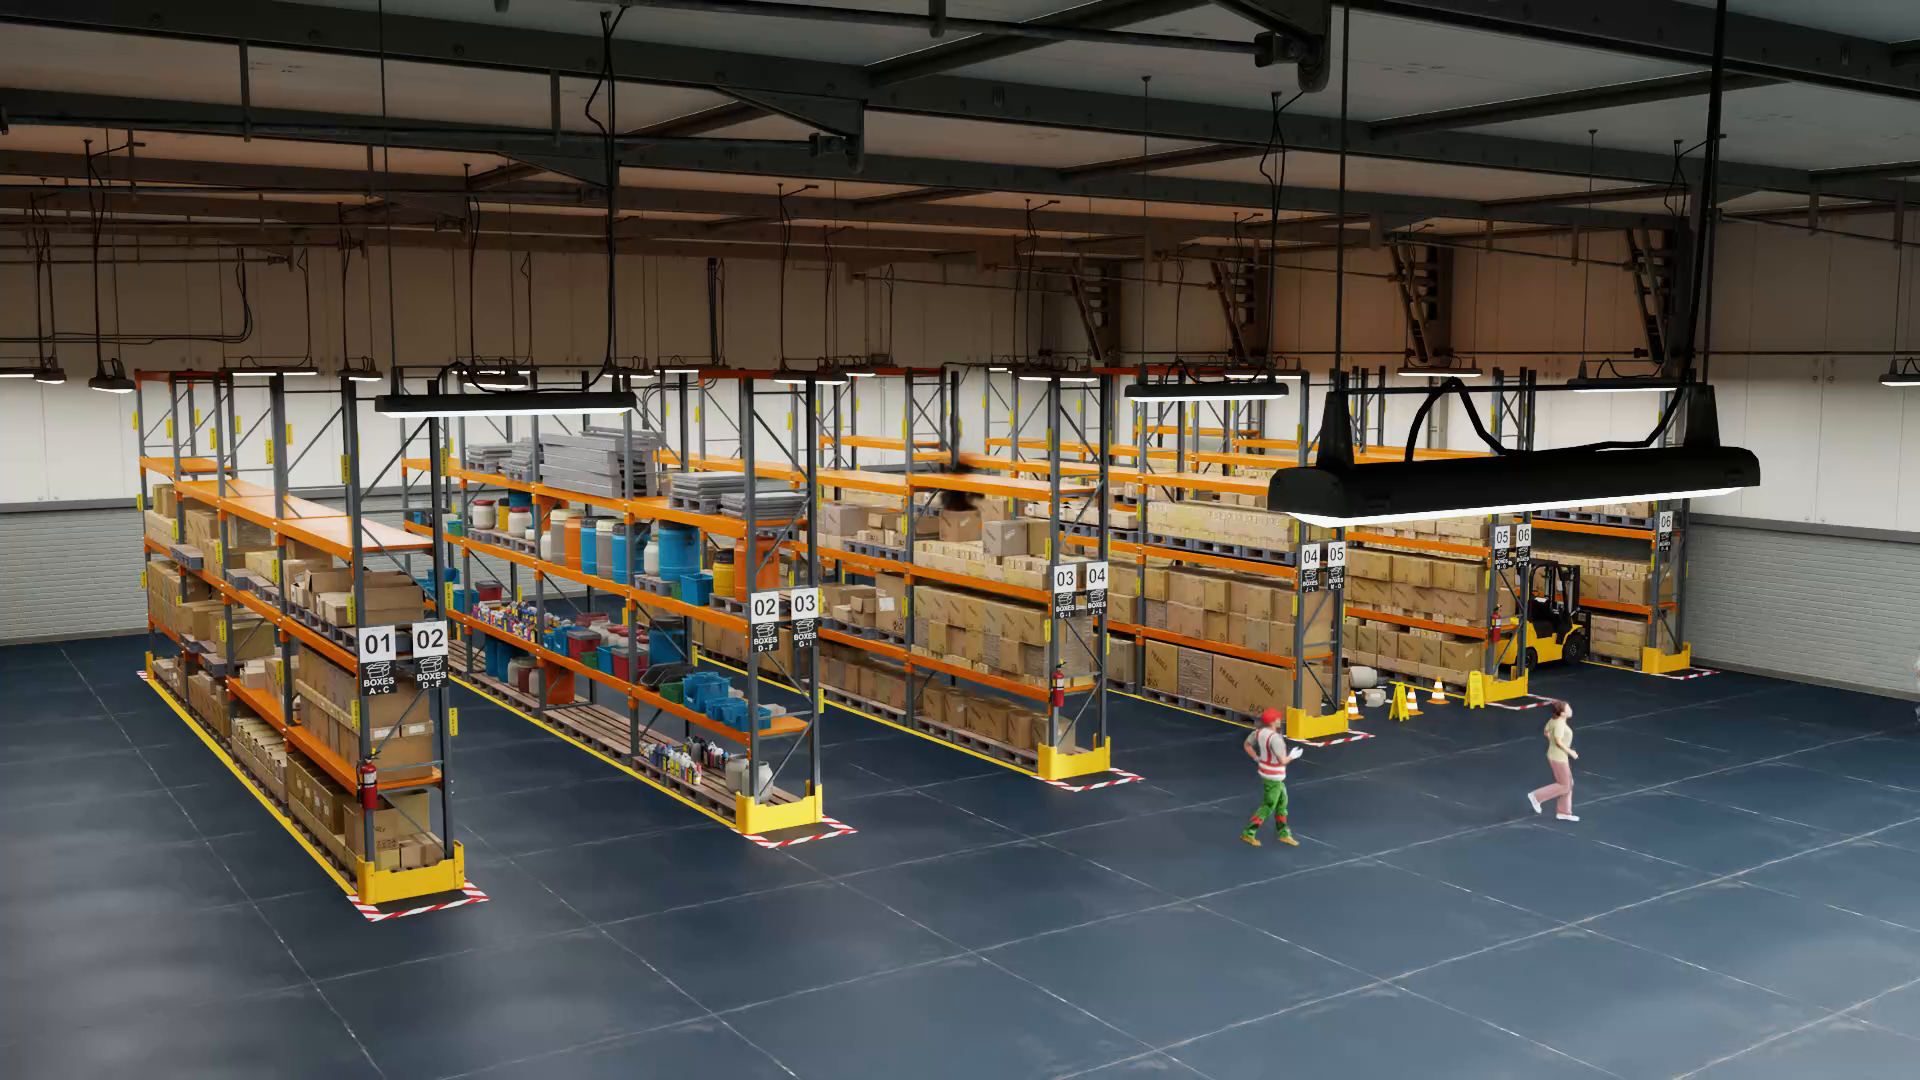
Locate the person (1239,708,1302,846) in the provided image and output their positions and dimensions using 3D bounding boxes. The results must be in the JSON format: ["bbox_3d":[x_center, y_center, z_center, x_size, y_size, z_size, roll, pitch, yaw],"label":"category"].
[{"bbox_3d":[3.962,3.037,21.133,0.843,1.821,0.636,-1,7,-8],"label":"person"}]

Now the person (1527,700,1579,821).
[{"bbox_3d":[8.059,2.994,22.568,0.722,1.638,0.584,1,6,5],"label":"person"}]
